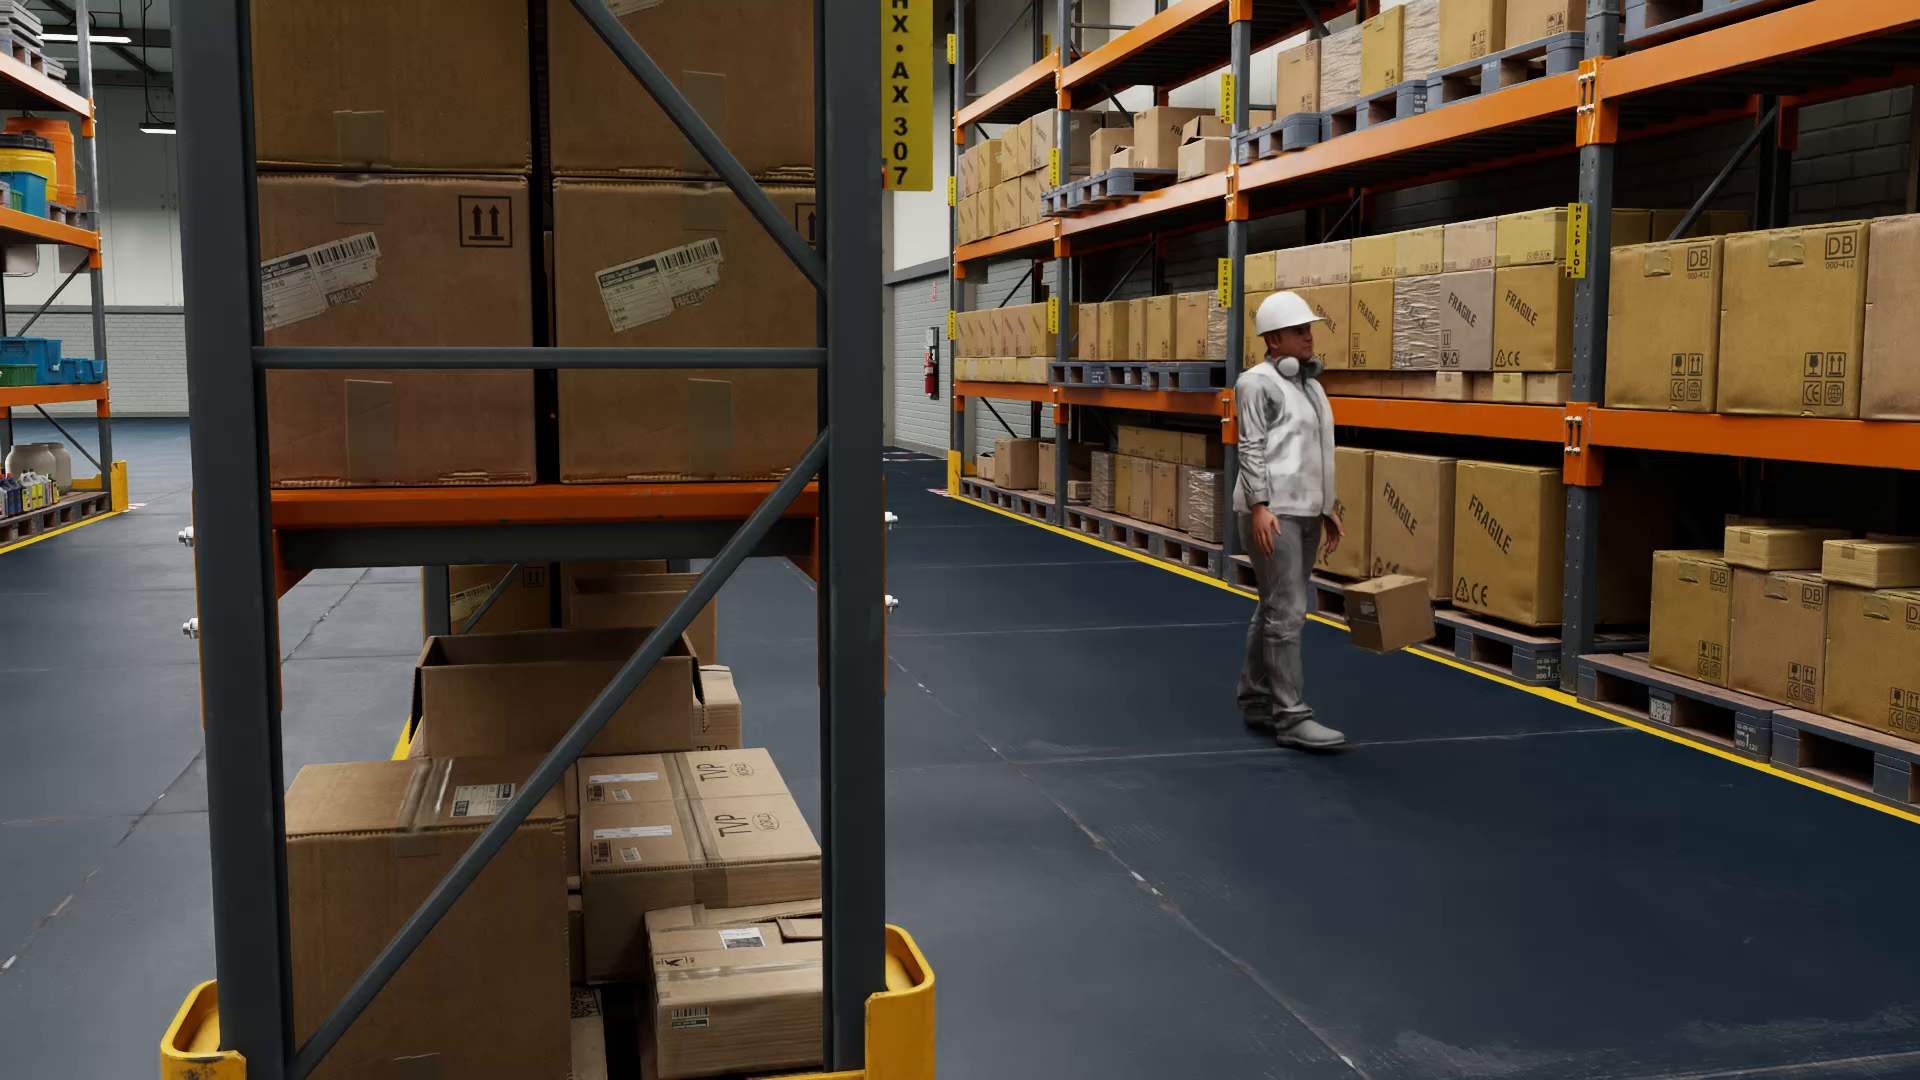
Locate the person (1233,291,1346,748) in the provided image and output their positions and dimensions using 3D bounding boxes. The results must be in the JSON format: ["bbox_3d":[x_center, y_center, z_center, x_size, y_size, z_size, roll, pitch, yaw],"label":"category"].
[{"bbox_3d":[1.340,-0.094,6.594,0.610,1.772,0.649,5,8,39],"label":"person"}]
